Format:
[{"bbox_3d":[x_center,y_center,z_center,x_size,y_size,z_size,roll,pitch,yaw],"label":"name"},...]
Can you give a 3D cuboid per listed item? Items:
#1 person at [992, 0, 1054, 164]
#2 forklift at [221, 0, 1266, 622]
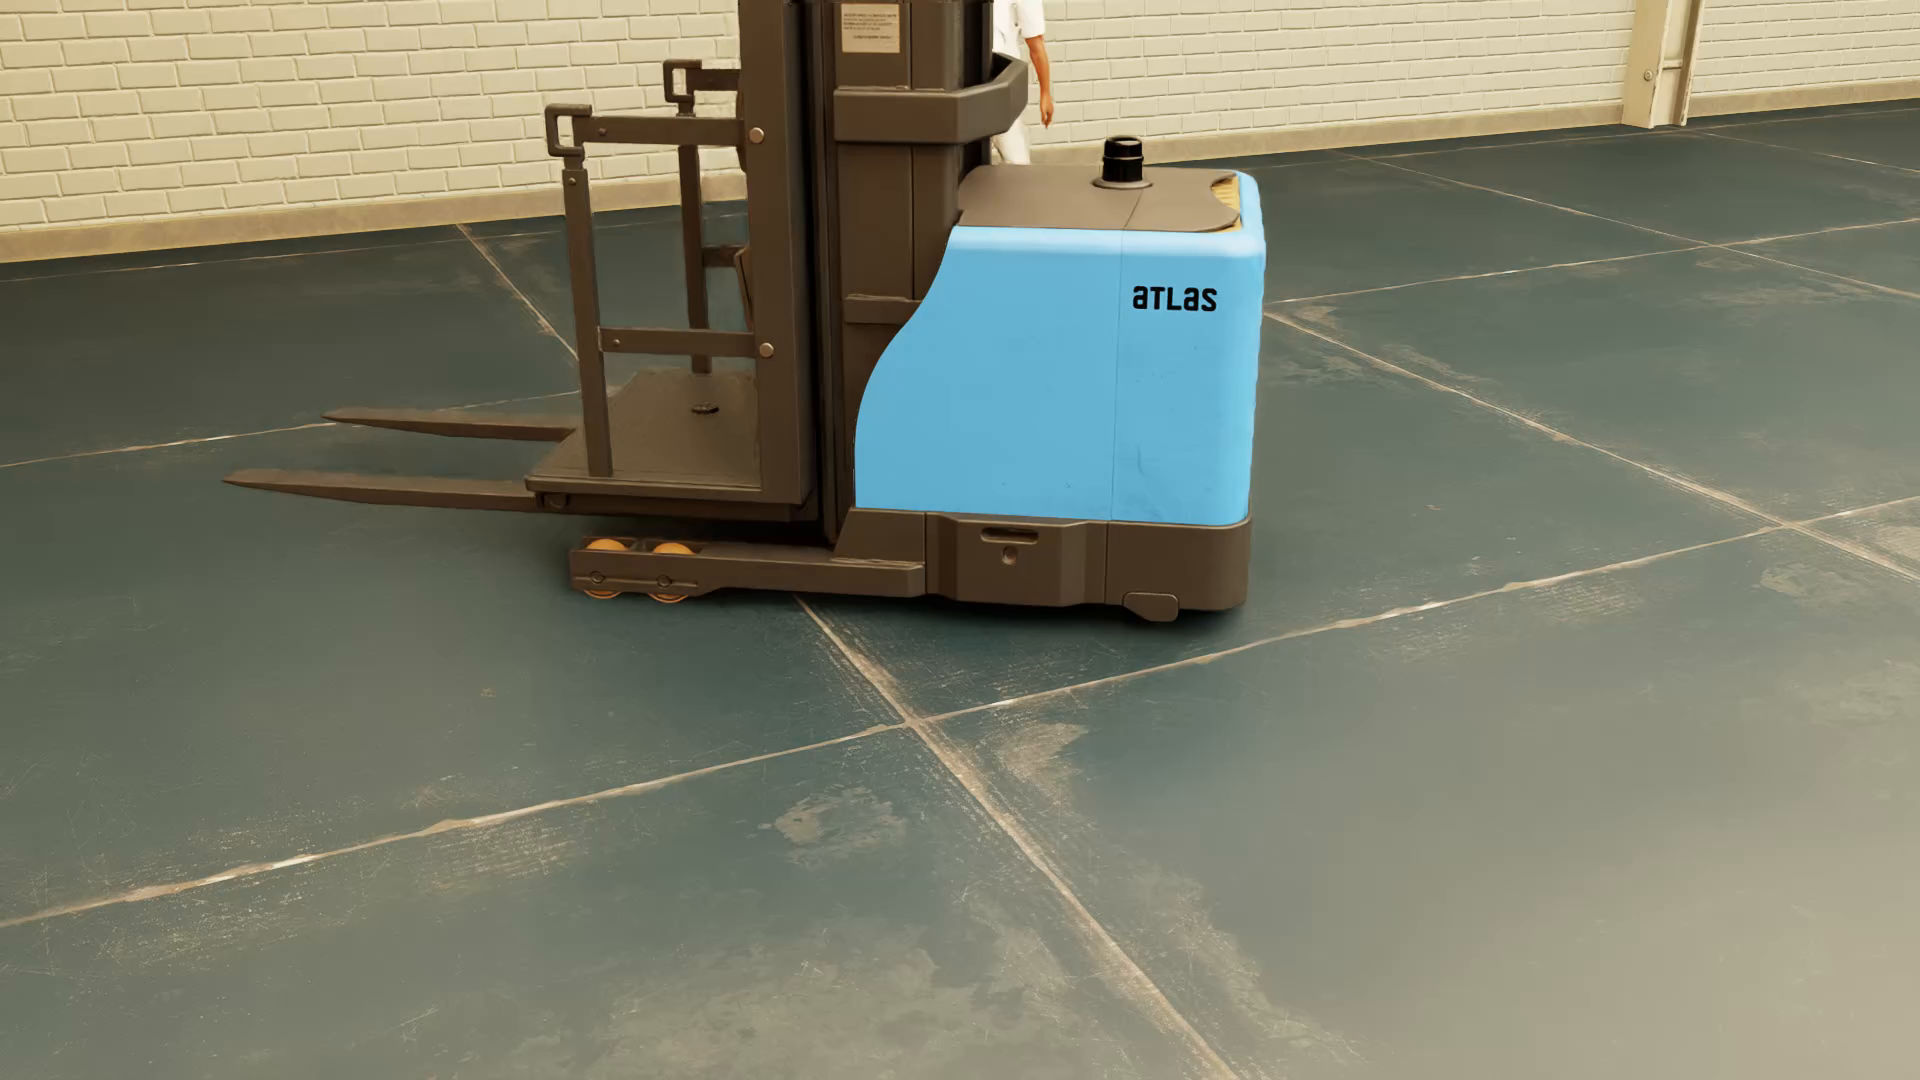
[{"bbox_3d":[0.081,-2.282,8.404,0.901,1.733,0.476,6,23,14],"label":"person"},{"bbox_3d":[-0.660,-1.372,4.590,3.031,2.935,1.130,3,23,7],"label":"forklift"}]
